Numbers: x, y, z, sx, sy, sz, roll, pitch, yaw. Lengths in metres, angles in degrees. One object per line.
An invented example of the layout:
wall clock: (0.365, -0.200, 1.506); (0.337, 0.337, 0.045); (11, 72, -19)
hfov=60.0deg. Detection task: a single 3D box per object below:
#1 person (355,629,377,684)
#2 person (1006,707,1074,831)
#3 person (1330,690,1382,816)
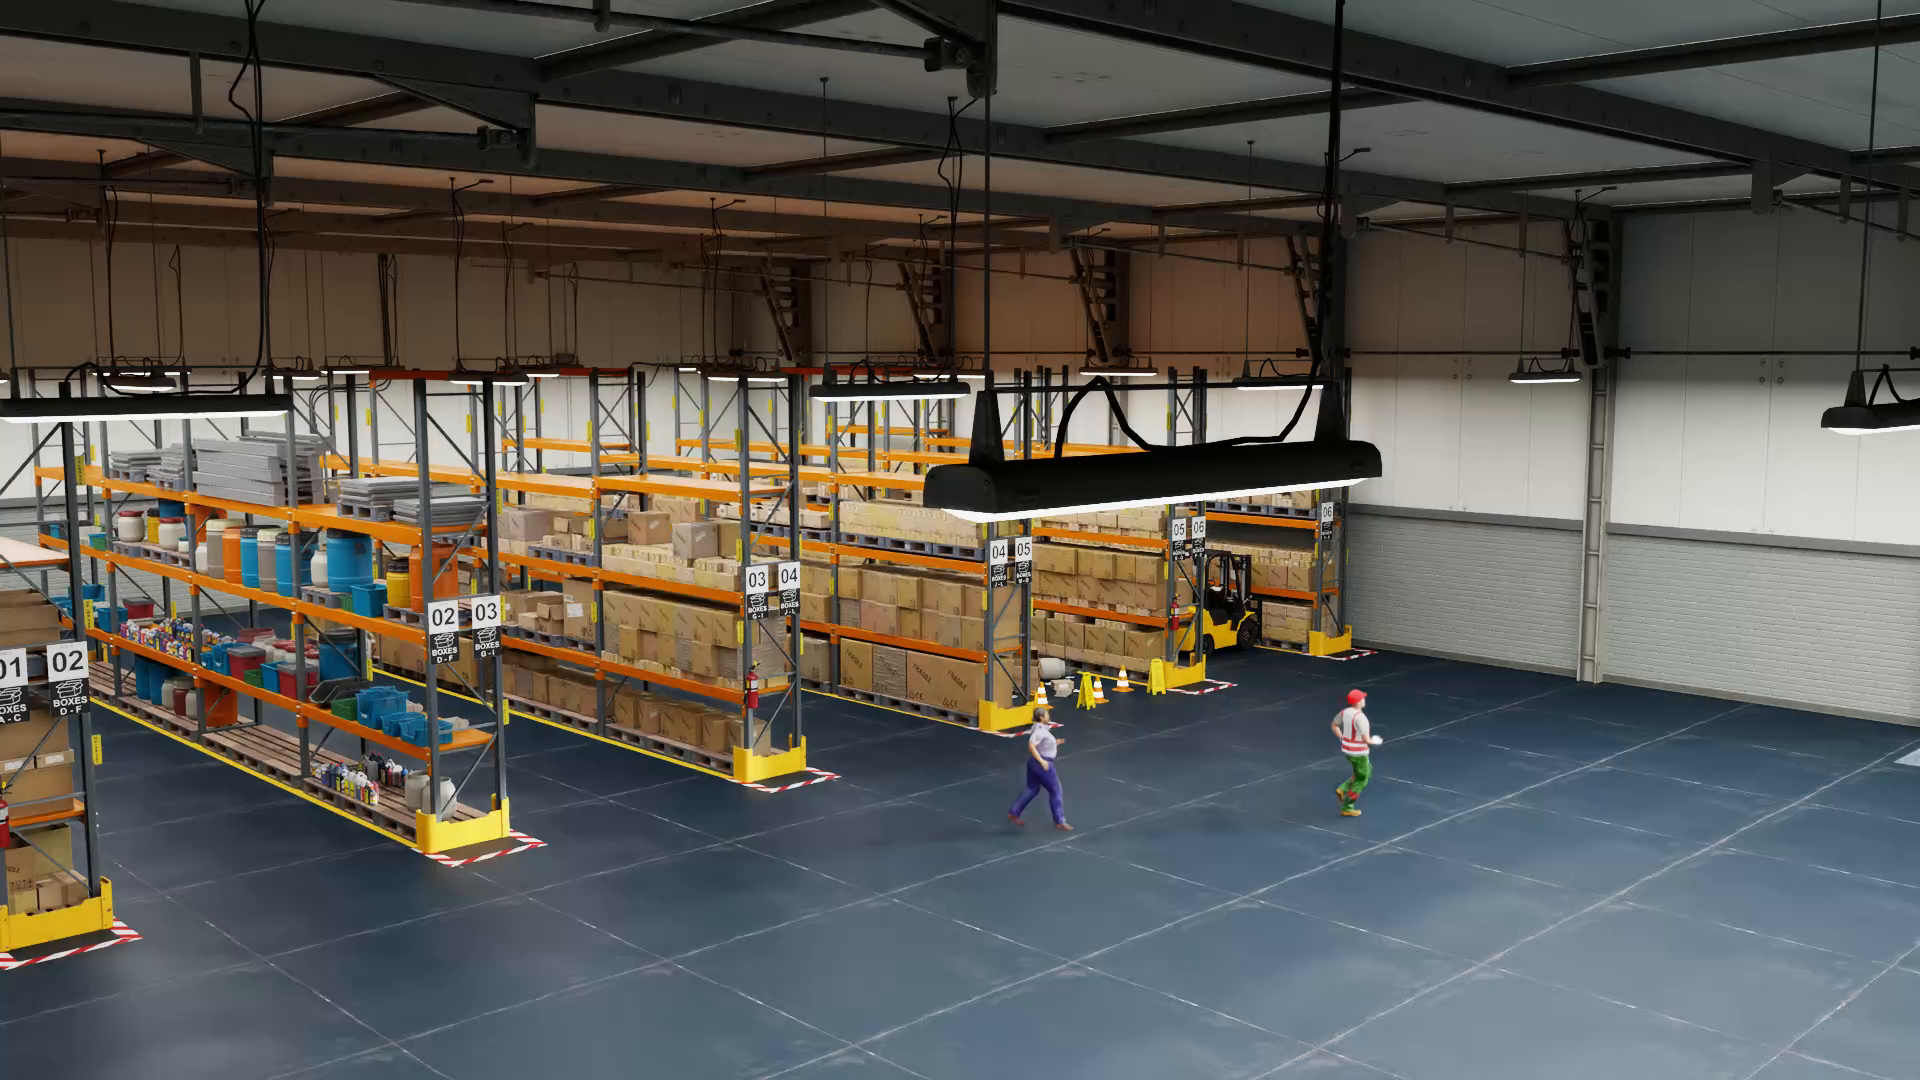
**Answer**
person: (-10.663, 2.164, 29.519); (0.906, 1.650, 0.607); (5, 8, 36)
person: (1.061, 3.032, 21.963); (0.895, 1.658, 0.594); (-2, 7, -16)
person: (5.462, 2.898, 22.743); (0.577, 1.744, 0.649); (-2, 7, -14)
